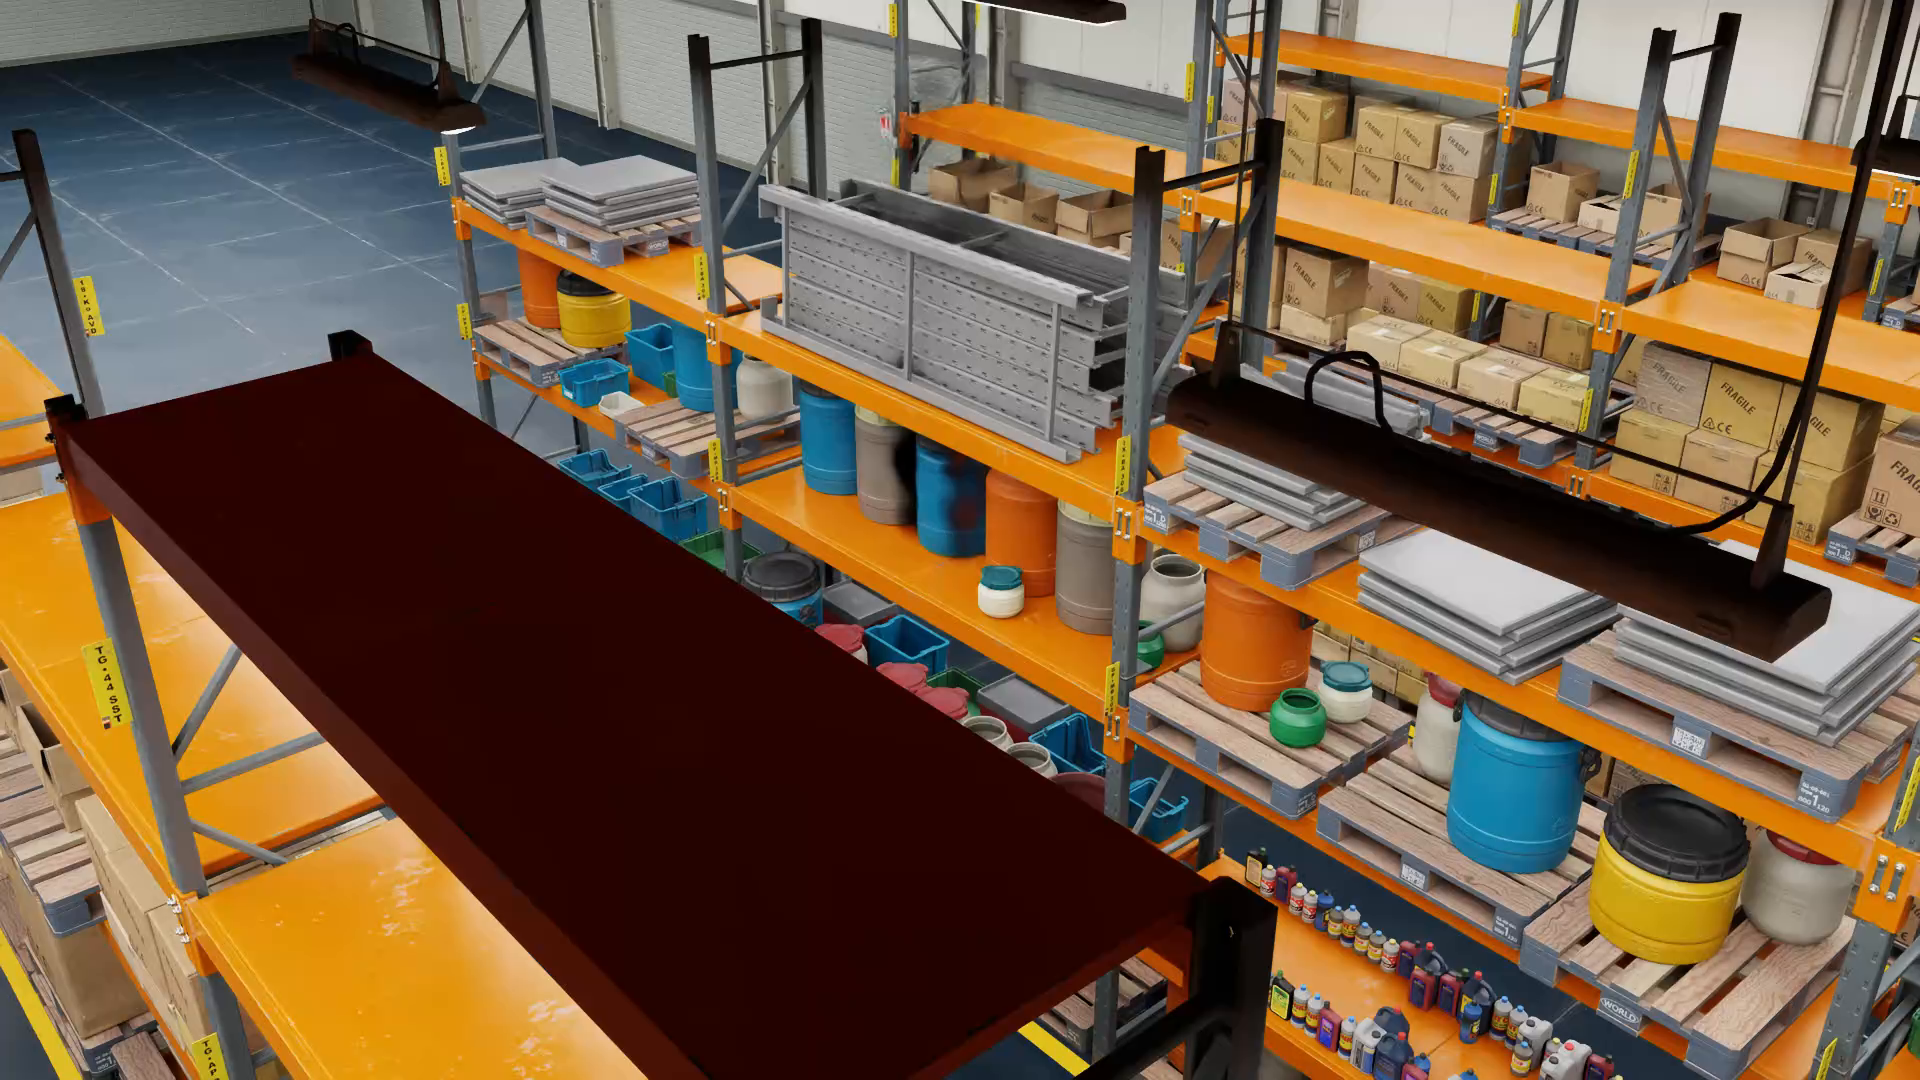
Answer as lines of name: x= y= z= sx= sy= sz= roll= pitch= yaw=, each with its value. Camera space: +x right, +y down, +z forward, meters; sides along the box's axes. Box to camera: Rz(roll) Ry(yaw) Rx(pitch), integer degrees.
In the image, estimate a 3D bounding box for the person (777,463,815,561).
person: x=-1.512 y=0.001 z=15.765 sx=0.624 sy=1.629 sz=0.523 roll=-21 pitch=34 yaw=-35
